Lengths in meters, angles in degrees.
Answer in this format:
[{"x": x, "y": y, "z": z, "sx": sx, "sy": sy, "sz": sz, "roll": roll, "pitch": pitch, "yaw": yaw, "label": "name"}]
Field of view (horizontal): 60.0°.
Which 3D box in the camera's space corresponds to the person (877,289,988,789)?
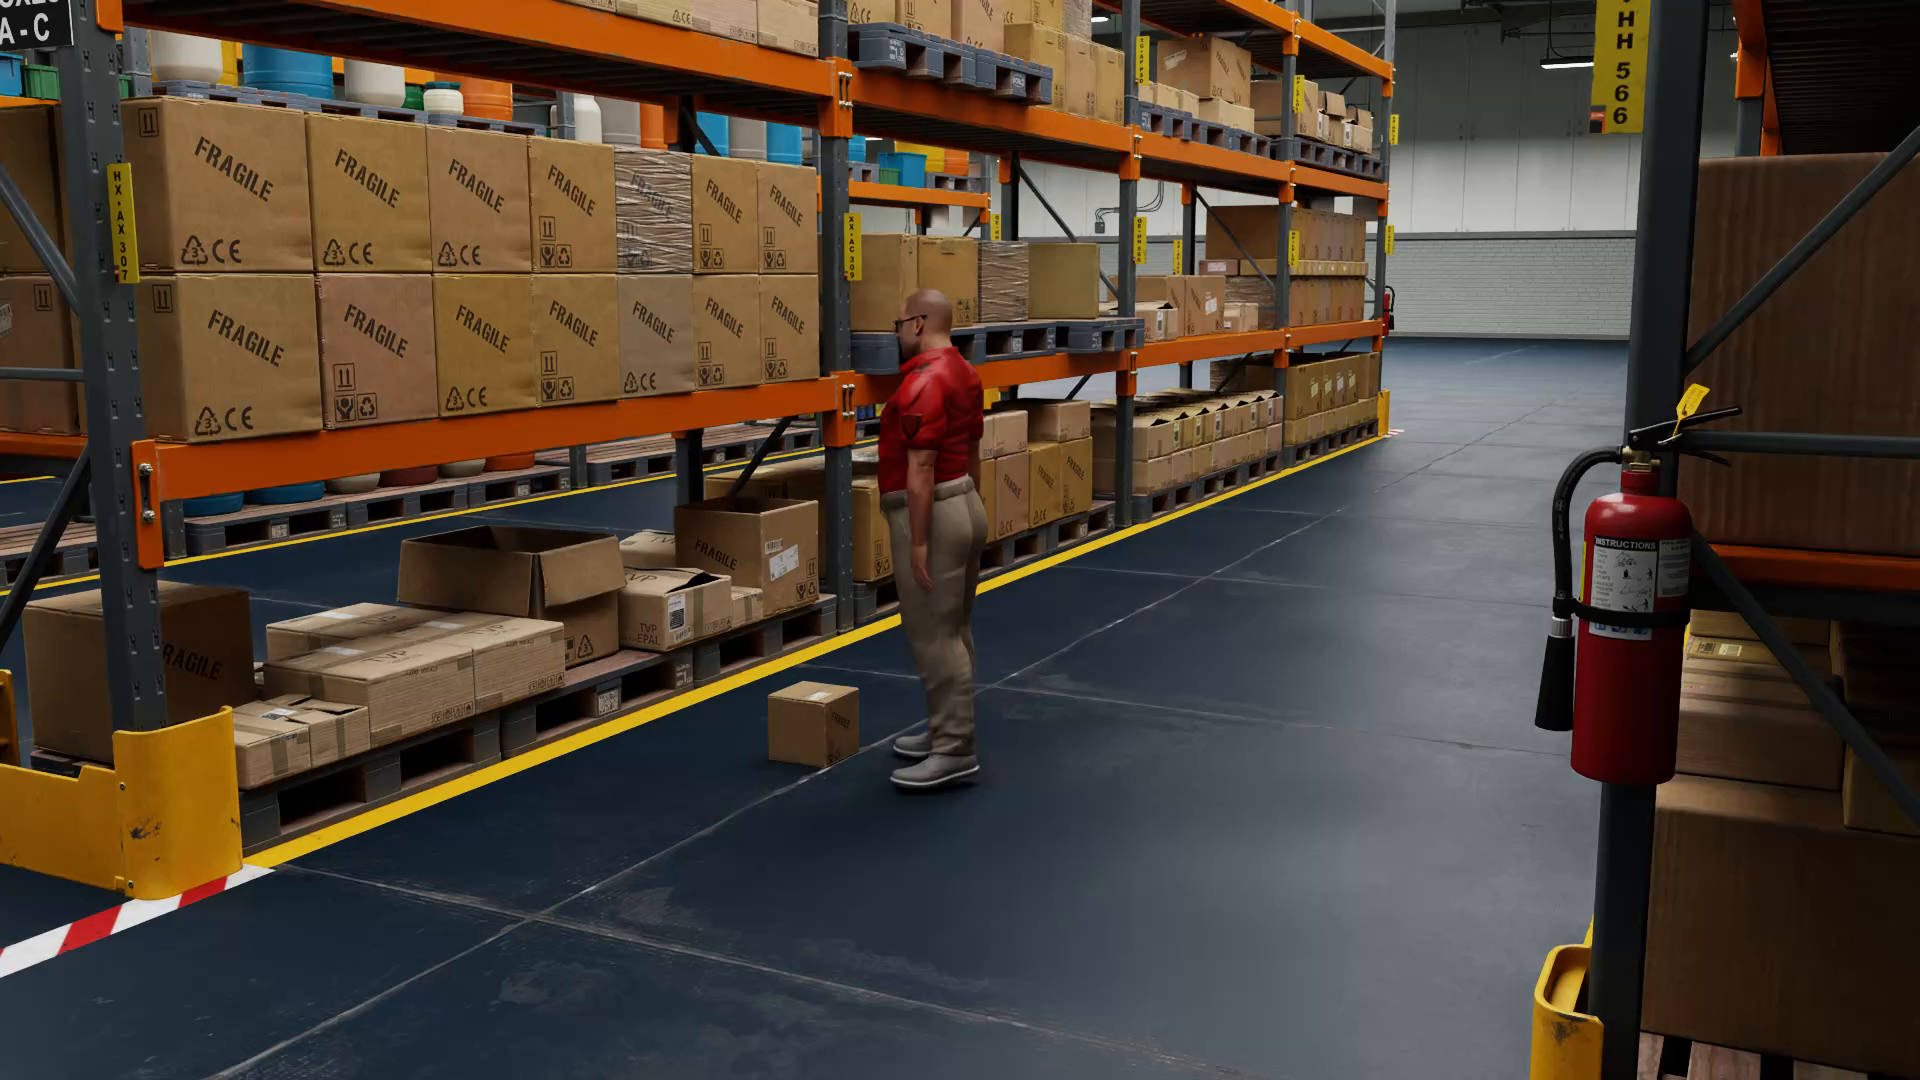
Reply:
[{"x": -0.103, "y": -0.022, "z": 5.945, "sx": 0.439, "sy": 1.734, "sz": 0.593, "roll": 3, "pitch": 10, "yaw": 21, "label": "person"}]
